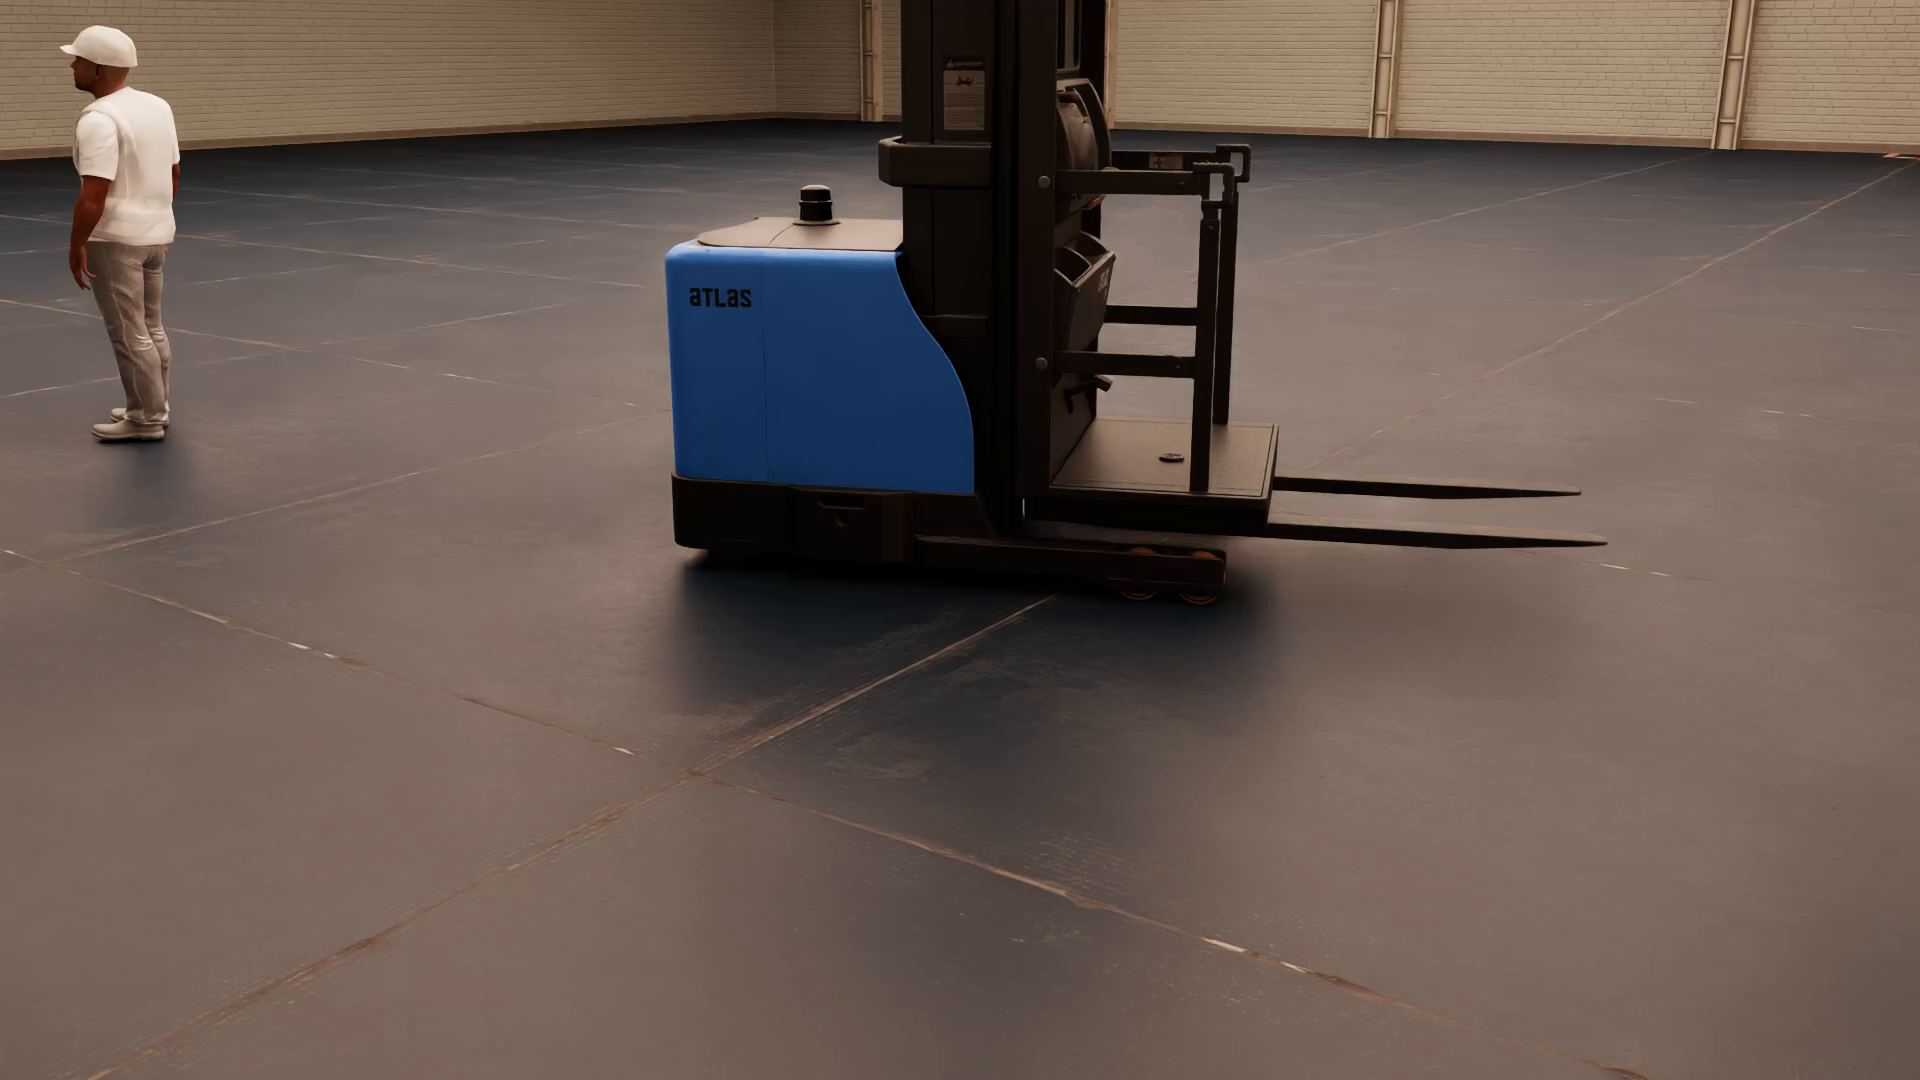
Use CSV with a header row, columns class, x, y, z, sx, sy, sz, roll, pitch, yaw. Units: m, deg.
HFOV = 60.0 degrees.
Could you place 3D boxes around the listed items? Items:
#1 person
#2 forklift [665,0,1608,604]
class,x,y,z,sx,sy,sz,roll,pitch,yaw
person,-3.695,-1.311,7.224,0.576,1.767,0.666,2,17,6
forklift,0.595,-1.367,5.404,3.031,2.935,1.130,4,17,12
